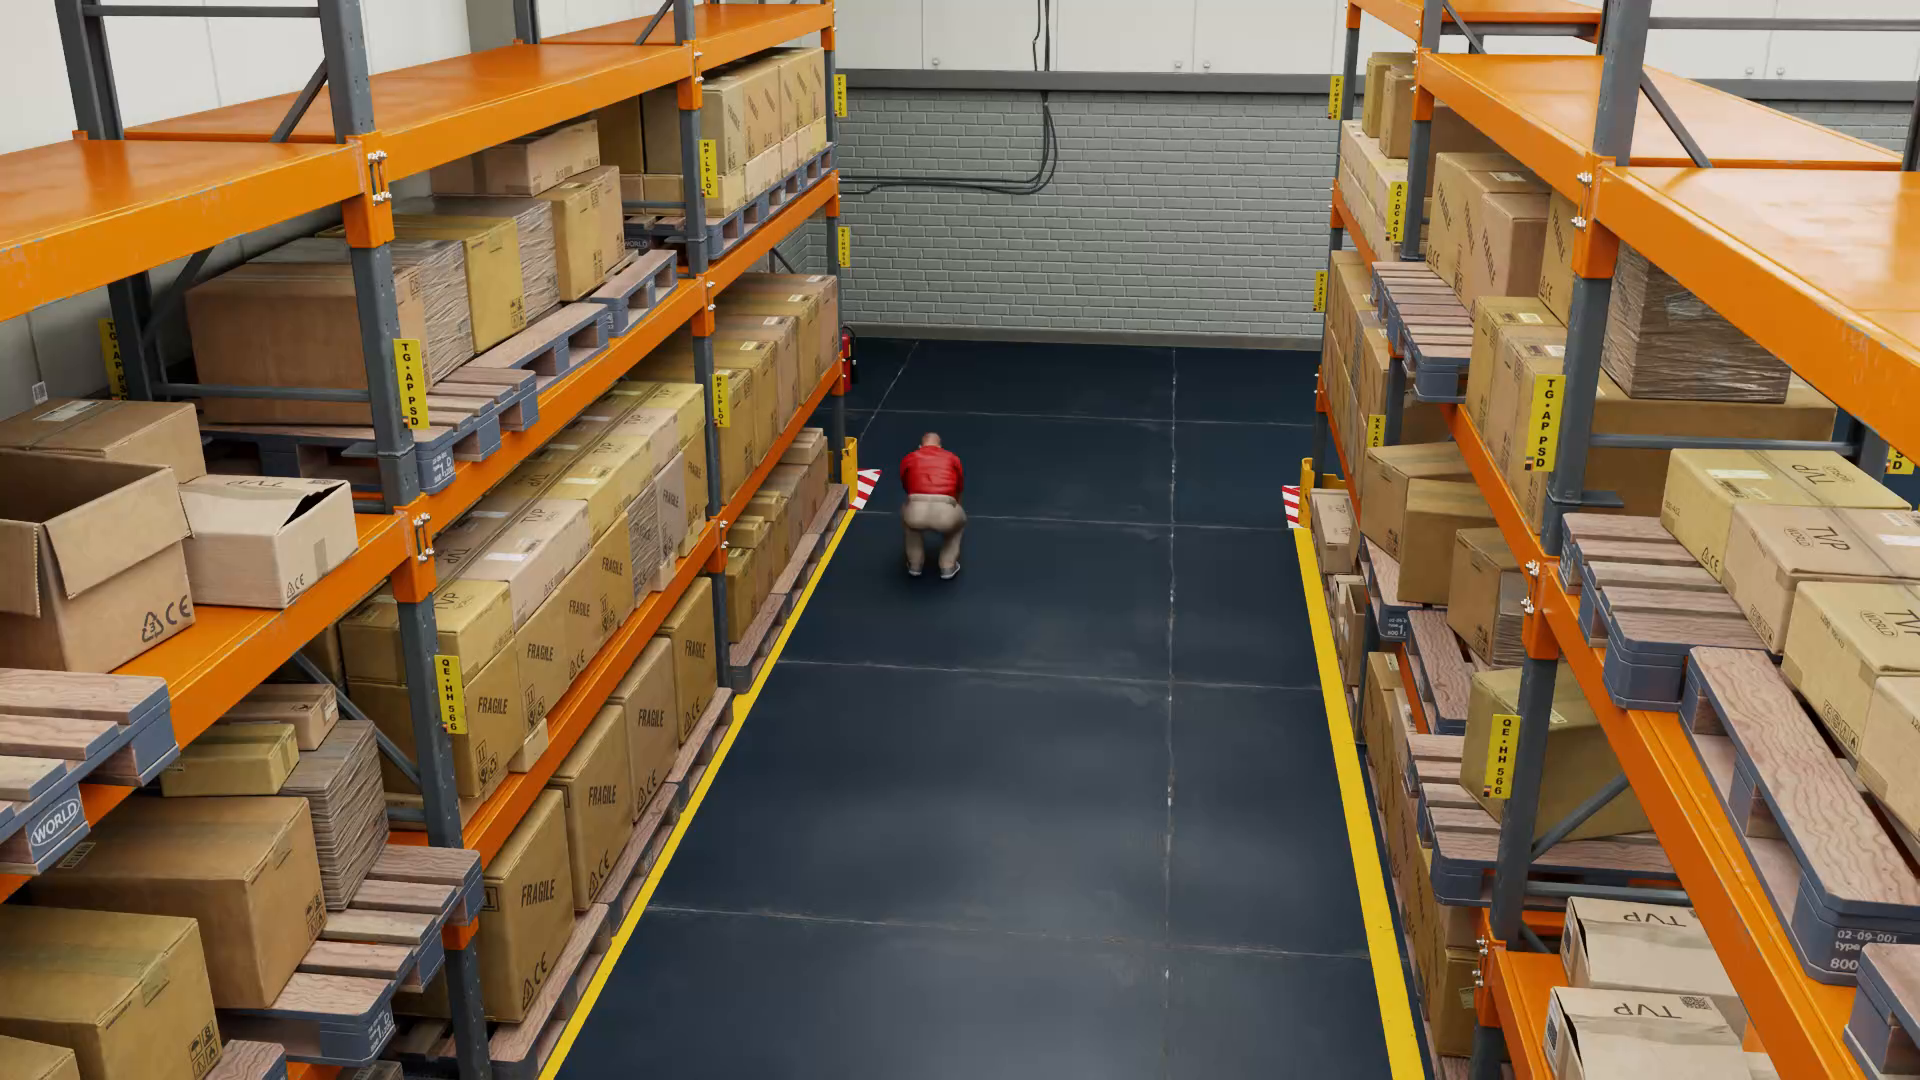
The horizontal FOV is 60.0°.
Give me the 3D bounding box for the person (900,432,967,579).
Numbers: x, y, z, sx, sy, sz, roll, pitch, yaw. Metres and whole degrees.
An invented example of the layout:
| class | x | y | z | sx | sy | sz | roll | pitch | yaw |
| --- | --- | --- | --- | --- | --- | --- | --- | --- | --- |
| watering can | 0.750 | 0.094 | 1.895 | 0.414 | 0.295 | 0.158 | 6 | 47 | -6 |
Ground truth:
| class | x | y | z | sx | sy | sz | roll | pitch | yaw |
| --- | --- | --- | --- | --- | --- | --- | --- | --- | --- |
| person | -0.214 | -0.253 | 12.817 | 0.531 | 0.984 | 0.891 | 2 | 21 | 5 |
